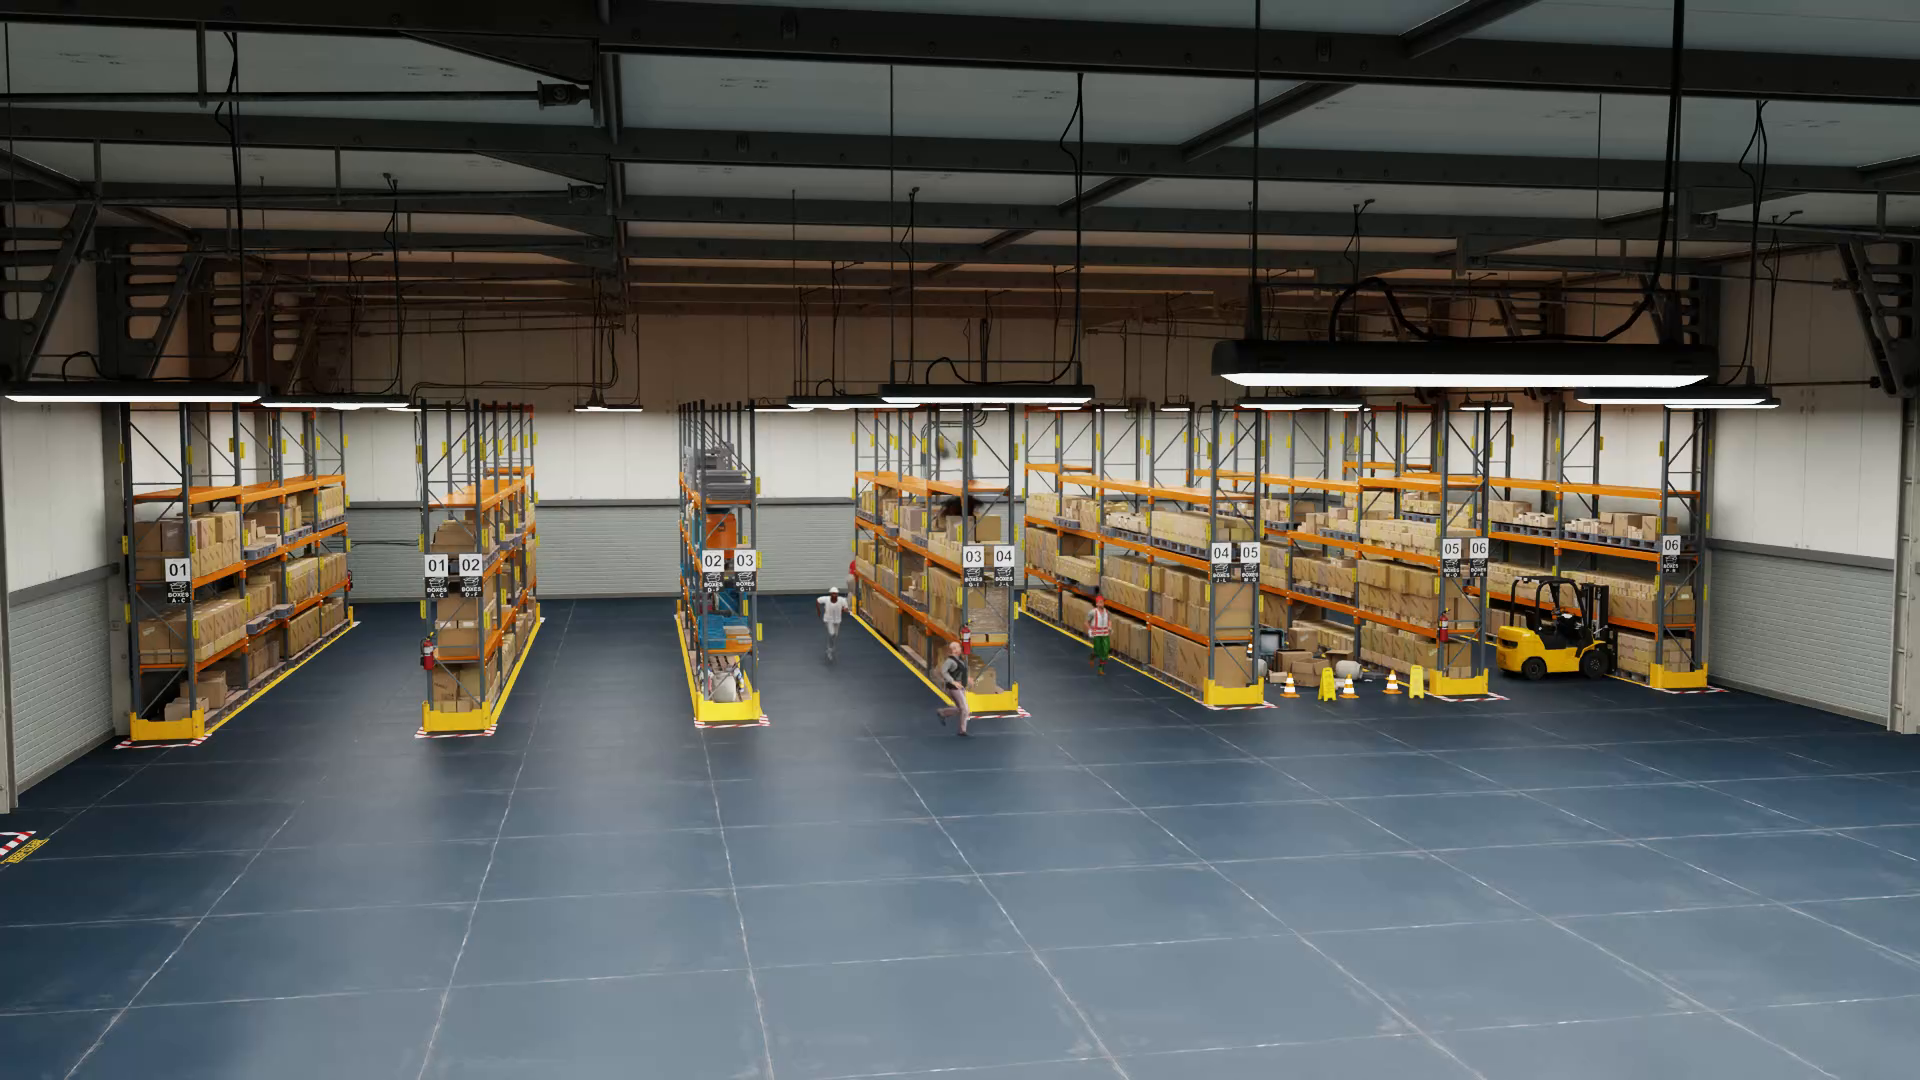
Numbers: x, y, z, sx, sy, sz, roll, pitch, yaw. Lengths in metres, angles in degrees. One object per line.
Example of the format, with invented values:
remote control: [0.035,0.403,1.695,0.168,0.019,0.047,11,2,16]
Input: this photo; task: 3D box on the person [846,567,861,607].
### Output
person: [-3.089,1.169,48.798,0.610,1.576,0.597,-2,5,-22]

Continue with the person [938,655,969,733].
person: [-0.115,2.737,29.643,0.640,1.394,0.447,2,5,20]

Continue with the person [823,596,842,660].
person: [-3.010,2.035,38.940,0.425,1.496,0.712,-2,5,-22]

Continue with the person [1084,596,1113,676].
person: [3.071,2.096,36.638,0.658,1.743,0.632,-2,5,-20]
